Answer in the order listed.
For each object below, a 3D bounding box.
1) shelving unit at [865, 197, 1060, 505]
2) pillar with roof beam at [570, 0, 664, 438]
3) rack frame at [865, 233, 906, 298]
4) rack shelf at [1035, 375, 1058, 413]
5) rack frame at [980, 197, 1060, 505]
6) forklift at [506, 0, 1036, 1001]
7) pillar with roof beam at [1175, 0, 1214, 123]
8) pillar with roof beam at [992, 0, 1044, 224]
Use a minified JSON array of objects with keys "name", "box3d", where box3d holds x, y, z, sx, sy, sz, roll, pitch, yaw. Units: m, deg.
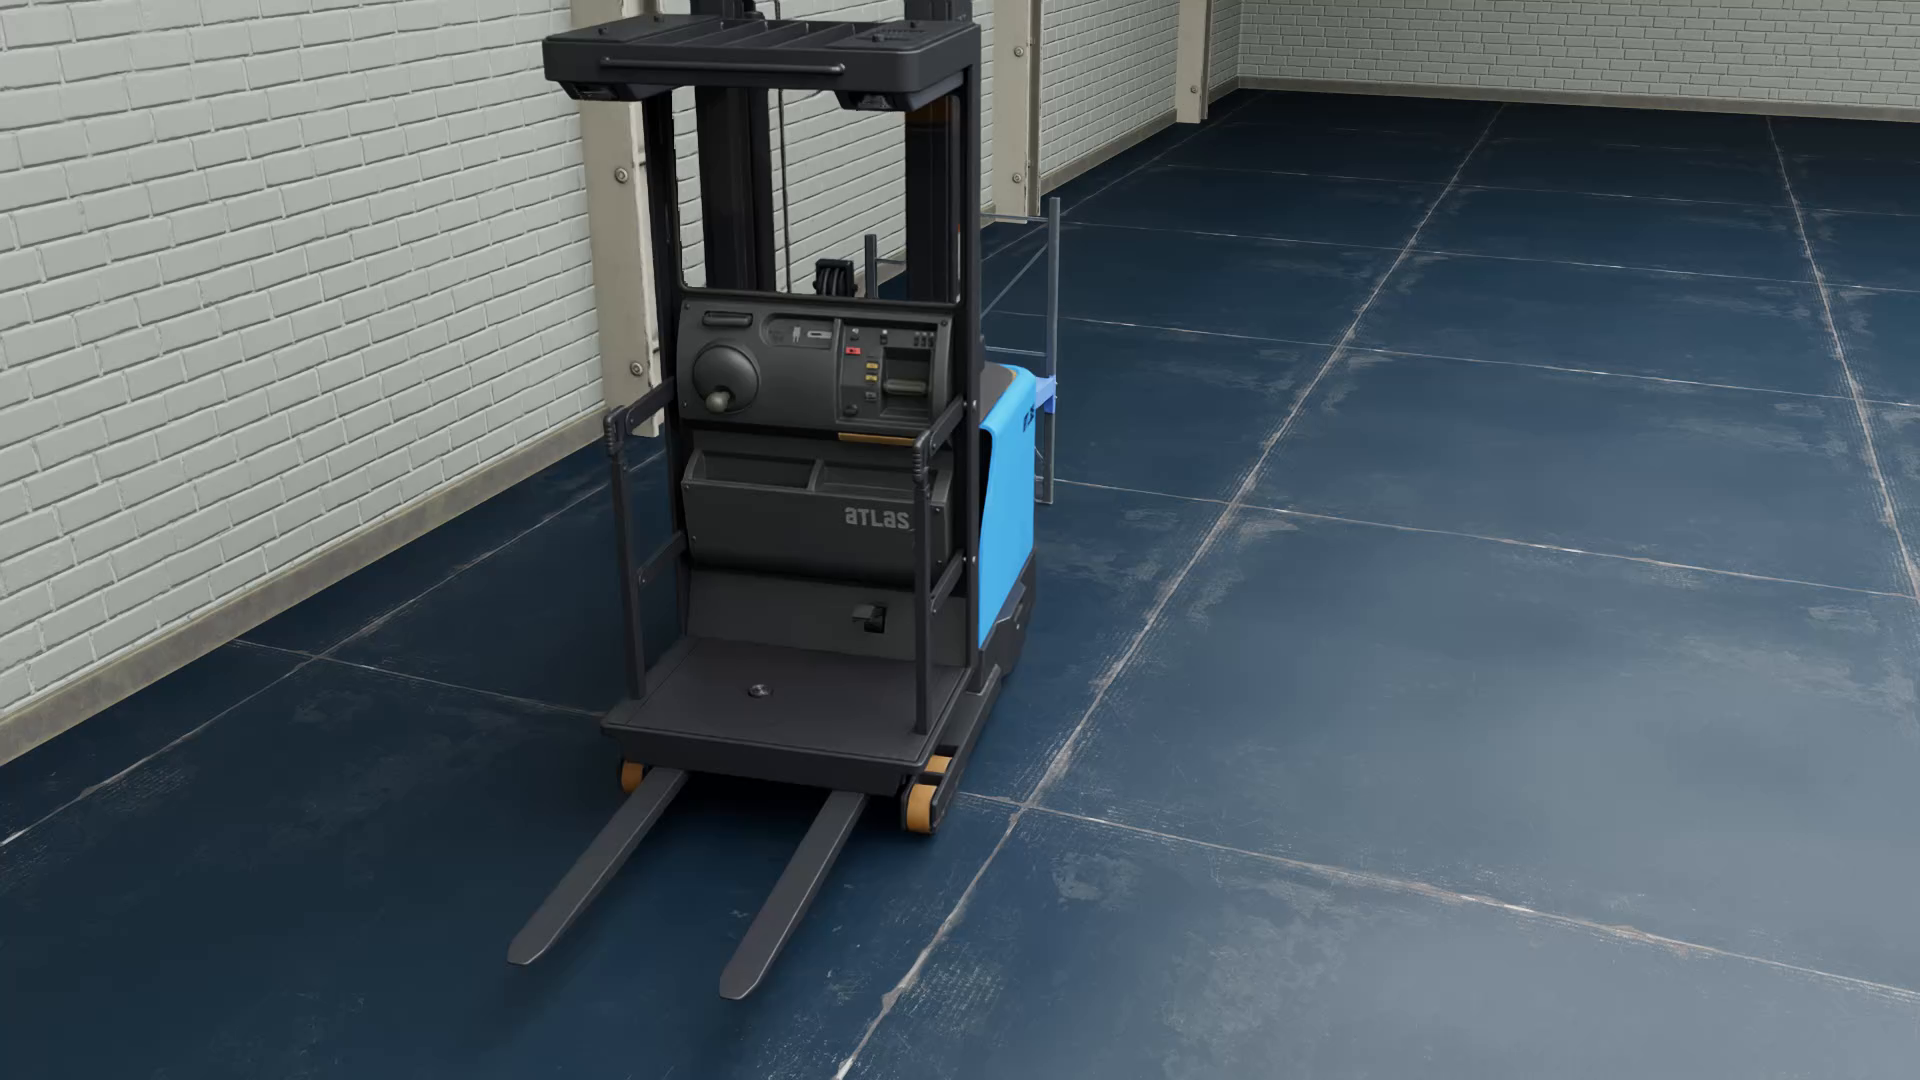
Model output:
[{"name":"shelving unit","box3d":[0.032,-0.723,7.534,0.538,1.500,1.048,9,24,20]},{"name":"pillar with roof beam","box3d":[2.255,-4.189,6.103,9.100,9.000,0.400,9,24,20]},{"name":"rack frame","box3d":[-0.157,-0.541,7.098,0.500,1.500,0.032,9,24,20]},{"name":"rack shelf","box3d":[0.032,-0.557,7.603,0.538,0.185,1.000,9,24,20]},{"name":"rack frame","box3d":[0.221,-0.904,7.970,0.500,1.500,0.032,9,24,20]},{"name":"forklift","box3d":[-0.533,-0.551,5.266,1.130,2.935,3.031,5,23,13]},{"name":"pillar with roof beam","box3d":[6.713,-8.483,16.383,9.100,9.000,0.400,9,24,20]},{"name":"pillar with roof beam","box3d":[4.484,-6.336,11.243,9.100,9.000,0.400,9,24,20]}]
